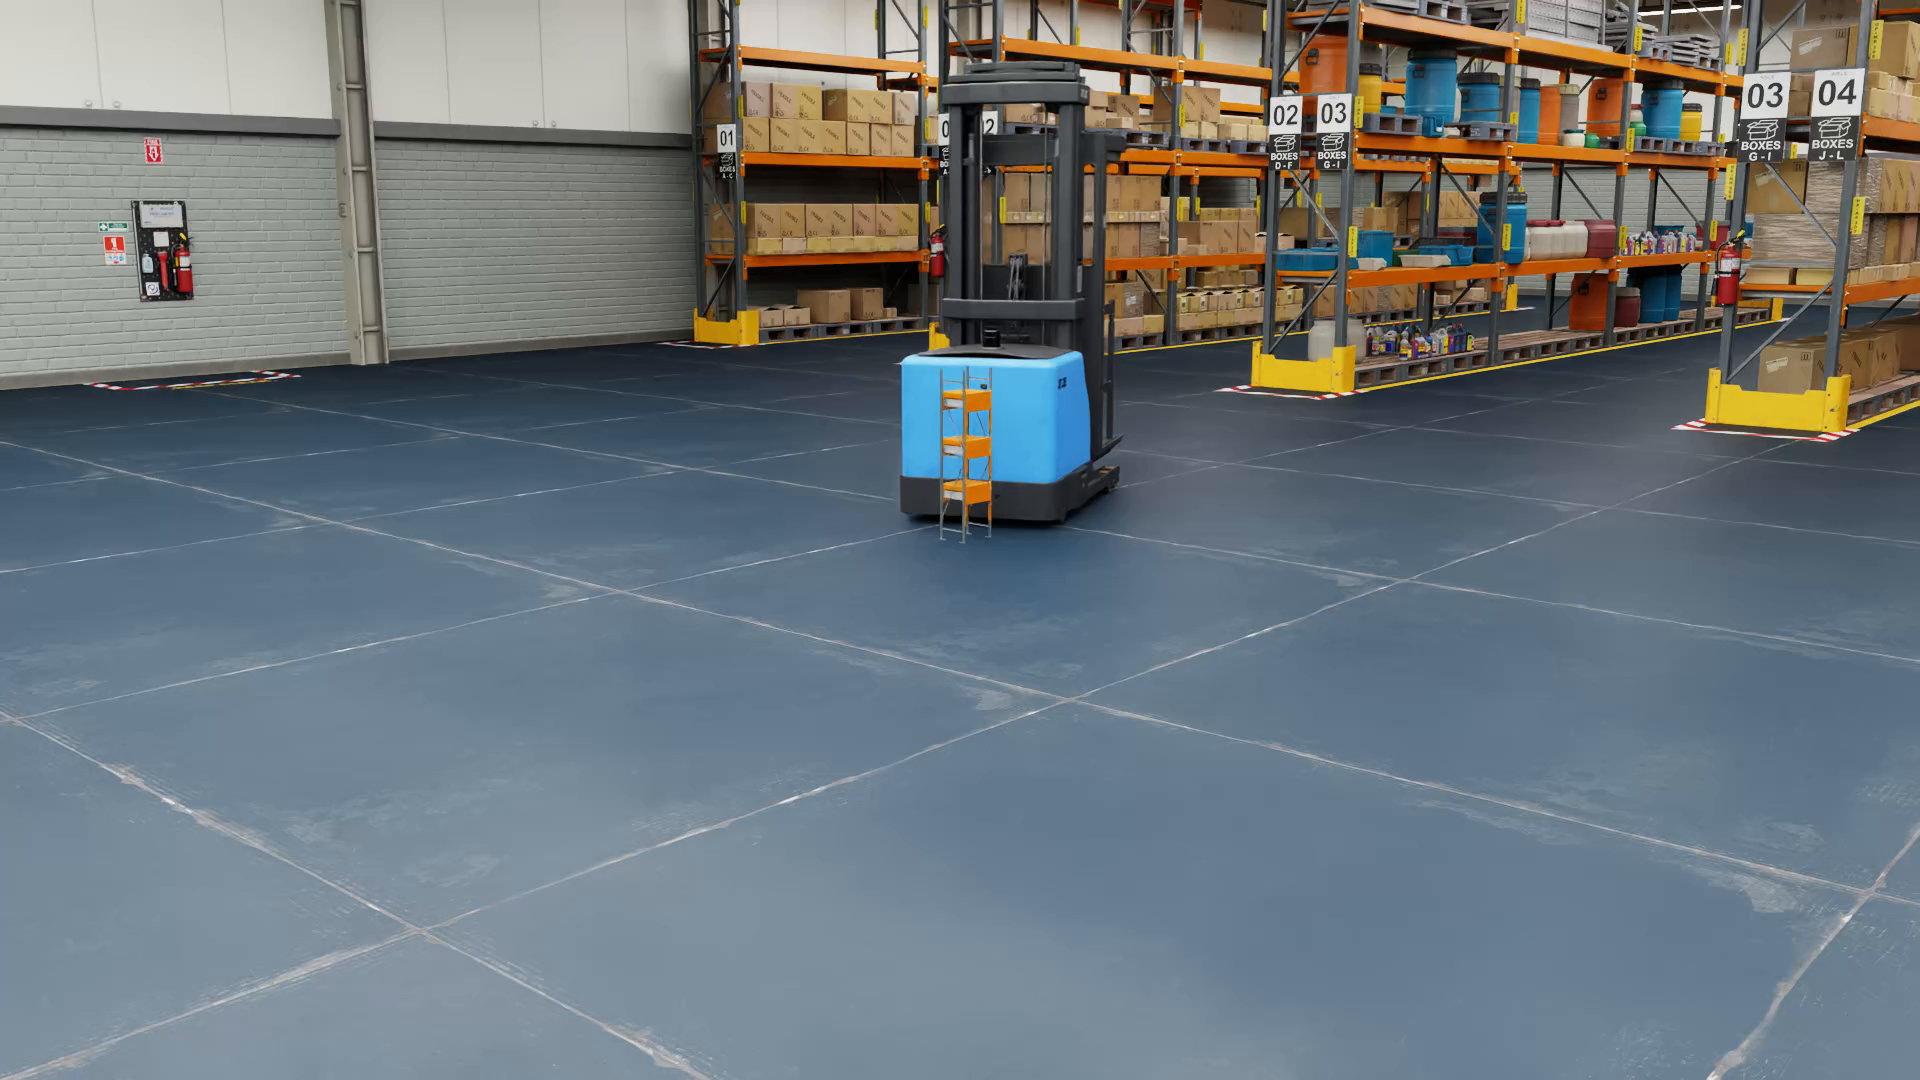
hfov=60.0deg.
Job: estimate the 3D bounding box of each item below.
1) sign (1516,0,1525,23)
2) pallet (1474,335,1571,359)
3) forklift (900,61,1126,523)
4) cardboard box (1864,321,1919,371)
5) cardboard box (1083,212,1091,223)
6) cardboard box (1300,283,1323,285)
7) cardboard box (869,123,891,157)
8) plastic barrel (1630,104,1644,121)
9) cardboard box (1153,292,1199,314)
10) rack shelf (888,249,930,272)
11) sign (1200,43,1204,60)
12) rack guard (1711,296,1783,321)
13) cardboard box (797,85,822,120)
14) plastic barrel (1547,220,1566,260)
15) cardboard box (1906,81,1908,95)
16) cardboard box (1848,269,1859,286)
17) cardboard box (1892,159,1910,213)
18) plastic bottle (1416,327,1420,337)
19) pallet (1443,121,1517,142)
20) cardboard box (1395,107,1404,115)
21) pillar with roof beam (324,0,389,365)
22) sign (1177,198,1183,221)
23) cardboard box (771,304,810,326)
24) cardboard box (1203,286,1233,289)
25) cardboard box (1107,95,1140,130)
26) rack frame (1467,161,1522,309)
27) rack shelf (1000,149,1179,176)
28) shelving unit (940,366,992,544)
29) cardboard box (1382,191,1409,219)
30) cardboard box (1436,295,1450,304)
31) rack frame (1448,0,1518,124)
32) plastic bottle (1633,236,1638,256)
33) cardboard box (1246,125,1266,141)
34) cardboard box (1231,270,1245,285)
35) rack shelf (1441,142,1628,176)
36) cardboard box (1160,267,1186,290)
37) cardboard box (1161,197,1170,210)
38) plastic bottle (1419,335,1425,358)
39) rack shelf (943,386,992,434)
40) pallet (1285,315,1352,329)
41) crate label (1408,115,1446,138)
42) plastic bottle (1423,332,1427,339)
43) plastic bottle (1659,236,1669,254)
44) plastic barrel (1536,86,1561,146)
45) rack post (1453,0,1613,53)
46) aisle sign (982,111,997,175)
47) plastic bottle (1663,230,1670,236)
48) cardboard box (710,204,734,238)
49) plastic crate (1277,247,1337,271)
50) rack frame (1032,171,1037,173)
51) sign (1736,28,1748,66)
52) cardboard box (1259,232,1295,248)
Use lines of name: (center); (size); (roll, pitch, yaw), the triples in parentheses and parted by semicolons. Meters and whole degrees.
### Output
sign: (6.898, -6.527, 20.449); (0.100, 0.325, 0.005); (10, 15, 40)
pallet: (7.787, -2.694, 23.160); (1.003, 0.211, 1.213); (10, 15, 40)
forklift: (0.532, -1.794, 11.710); (1.130, 2.935, 3.031); (3, 12, 17)
cardboard box: (10.634, -2.198, 18.814); (0.700, 0.500, 0.500); (8, 14, 36)
cardboard box: (1.570, -4.436, 22.851); (0.380, 0.149, 0.250); (10, 15, 41)
cardboard box: (5.890, -4.524, 28.549); (0.500, 0.250, 0.500); (11, 15, 42)
cardboard box: (-1.440, -6.392, 26.592); (0.500, 0.500, 0.500); (8, 14, 36)
plastic barrel: (10.190, -6.373, 25.382); (0.433, 0.535, 0.433); (0, 11, 0)
cardboard box: (3.234, -3.563, 24.906); (0.500, 0.311, 0.500); (10, 15, 41)
rack shelf: (0.371, -4.983, 29.337); (1.077, 0.370, 4.000); (10, 15, 40)
sign: (4.747, -9.589, 32.657); (0.100, 0.325, 0.005); (10, 15, 40)
rack guard: (14.420, -4.305, 30.491); (1.175, 0.500, 0.348); (10, 15, 40)
cardboard box: (-2.454, -6.642, 25.292); (0.500, 0.500, 0.500); (10, 15, 42)
plastic barrel: (8.059, -4.111, 22.789); (0.433, 0.535, 0.433); (0, 11, 0)
cardboard box: (8.942, -4.365, 16.113); (0.380, 0.149, 0.250); (10, 15, 40)
cardboard box: (8.119, -2.454, 15.480); (0.380, 0.149, 0.250); (10, 15, 40)
cardboard box: (8.805, -3.409, 16.053); (0.500, 0.500, 0.500); (10, 15, 40)
plastic bottle: (5.840, -2.589, 21.328); (0.061, 0.283, 0.133); (10, 15, 40)
pallet: (6.090, -5.020, 20.510); (1.213, 0.211, 1.003); (10, 15, 40)
cardboard box: (8.347, -7.665, 30.464); (0.700, 0.500, 0.500); (10, 15, 40)
pillar with roof beam: (-4.504, -6.170, 18.129); (9.100, 9.000, 0.400); (10, 15, 40)
sign: (3.192, -4.793, 24.139); (0.100, 0.325, 0.005); (10, 15, 40)
cardboard box: (-2.689, -3.524, 25.939); (0.500, 0.311, 0.500); (-11, 15, -43)
cardboard box: (4.169, -3.930, 26.747); (0.500, 0.311, 0.500); (9, 15, 39)
cardboard box: (2.244, -6.156, 24.031); (0.500, 0.500, 0.500); (-11, 15, -43)
rack frame: (10.695, -6.167, 33.429); (1.000, 3.000, 0.127); (10, 15, 40)
rack shelf: (1.454, -5.225, 22.893); (1.077, 0.370, 4.000); (10, 15, 40)
shelving unit: (0.035, -0.523, 10.148); (0.215, 1.050, 0.252); (10, 15, 40)
cardboard box: (8.194, -6.226, 30.915); (0.500, 0.500, 0.500); (10, 15, 41)
cardboard box: (9.058, -4.567, 31.530); (0.380, 0.166, 0.250); (10, 15, 40)
rack frame: (6.492, -6.702, 20.793); (1.000, 3.000, 0.127); (10, 15, 40)
plastic bottle: (10.090, -4.396, 24.858); (0.061, 0.283, 0.133); (10, 15, 40)
cardboard box: (4.439, -6.357, 26.033); (0.500, 0.250, 0.500); (9, 15, 39)
cardboard box: (5.577, -5.444, 35.119); (0.700, 0.500, 0.500); (10, 15, 42)
rack shelf: (7.813, -5.173, 22.630); (1.077, 0.370, 4.000); (10, 15, 40)
cardboard box: (4.000, -5.258, 33.293); (0.750, 0.750, 0.750); (10, 15, 41)
cardboard box: (3.871, -6.615, 32.692); (0.500, 0.250, 0.500); (10, 15, 42)
plastic bottle: (5.575, -2.341, 20.118); (0.097, 0.271, 0.097); (0, 11, 0)
rack shelf: (0.035, -0.791, 10.094); (0.215, 0.259, 0.240); (10, 15, 40)
pallet: (5.936, -3.727, 28.335); (1.003, 0.211, 1.213); (10, 15, 40)
crate label: (5.336, -4.803, 19.320); (0.502, 0.251, 0.408); (10, 15, 40)
plastic bottle: (5.753, -2.427, 20.514); (0.061, 0.283, 0.133); (10, 15, 40)
plastic bottle: (10.940, -4.595, 25.875); (0.152, 0.276, 0.135); (10, 15, 40)
plastic barrel: (7.996, -5.842, 23.045); (0.600, 0.830, 0.708); (10, 15, 40)
rack post: (7.728, -7.101, 22.279); (1.013, 1.000, 3.121); (10, 15, 40)
aisle sign: (0.320, -5.038, 21.142); (0.394, 0.787, 0.004); (10, 15, 40)
plastic bottle: (11.182, -4.727, 26.346); (0.144, 0.351, 0.185); (10, 15, 40)
cardboard box: (-3.438, -4.854, 25.271); (0.500, 0.500, 0.500); (10, 15, 40)
plastic crate: (3.958, -3.211, 19.011); (0.499, 0.251, 0.616); (10, 15, 40)
rack frame: (1.691, -5.630, 30.740); (1.000, 3.000, 0.127); (10, 15, 40)
sign: (7.169, -4.511, 15.221); (0.100, 0.325, 0.005); (10, 15, 40)
cardboard box: (5.142, -4.898, 27.305); (0.500, 0.311, 0.500); (11, 16, 44)
